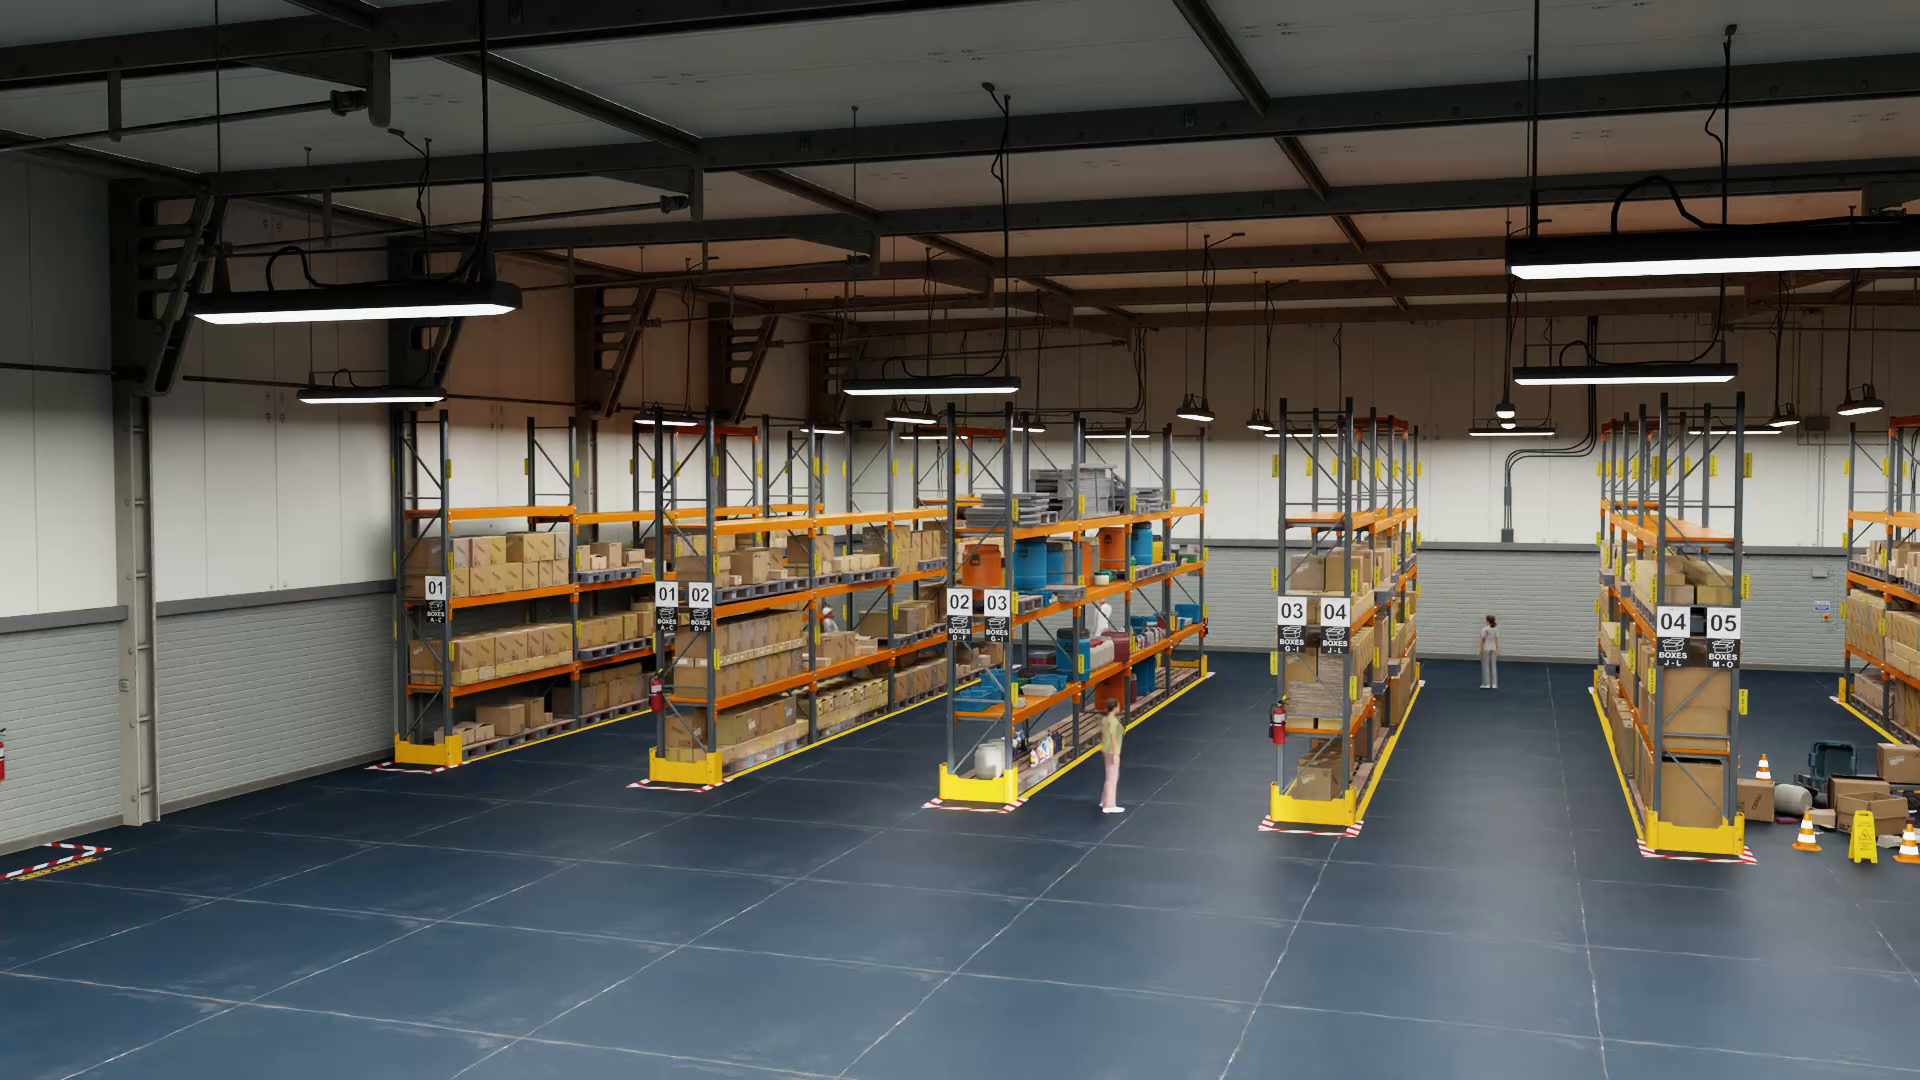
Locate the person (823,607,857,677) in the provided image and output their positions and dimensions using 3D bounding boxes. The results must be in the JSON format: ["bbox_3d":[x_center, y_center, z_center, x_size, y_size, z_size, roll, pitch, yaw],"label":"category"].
[{"bbox_3d":[-2.961,2.451,39.250,1.040,1.733,0.531,-1,3,-25],"label":"person"}]

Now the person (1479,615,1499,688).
[{"bbox_3d":[12.044,2.538,37.871,0.458,1.682,0.361,-1,3,-18],"label":"person"}]

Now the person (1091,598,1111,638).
[{"bbox_3d":[3.658,2.280,42.847,0.760,1.760,0.607,-1,3,-25],"label":"person"}]

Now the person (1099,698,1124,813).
[{"bbox_3d":[2.225,3.150,24.246,0.336,1.709,0.532,-1,3,-14],"label":"person"}]
